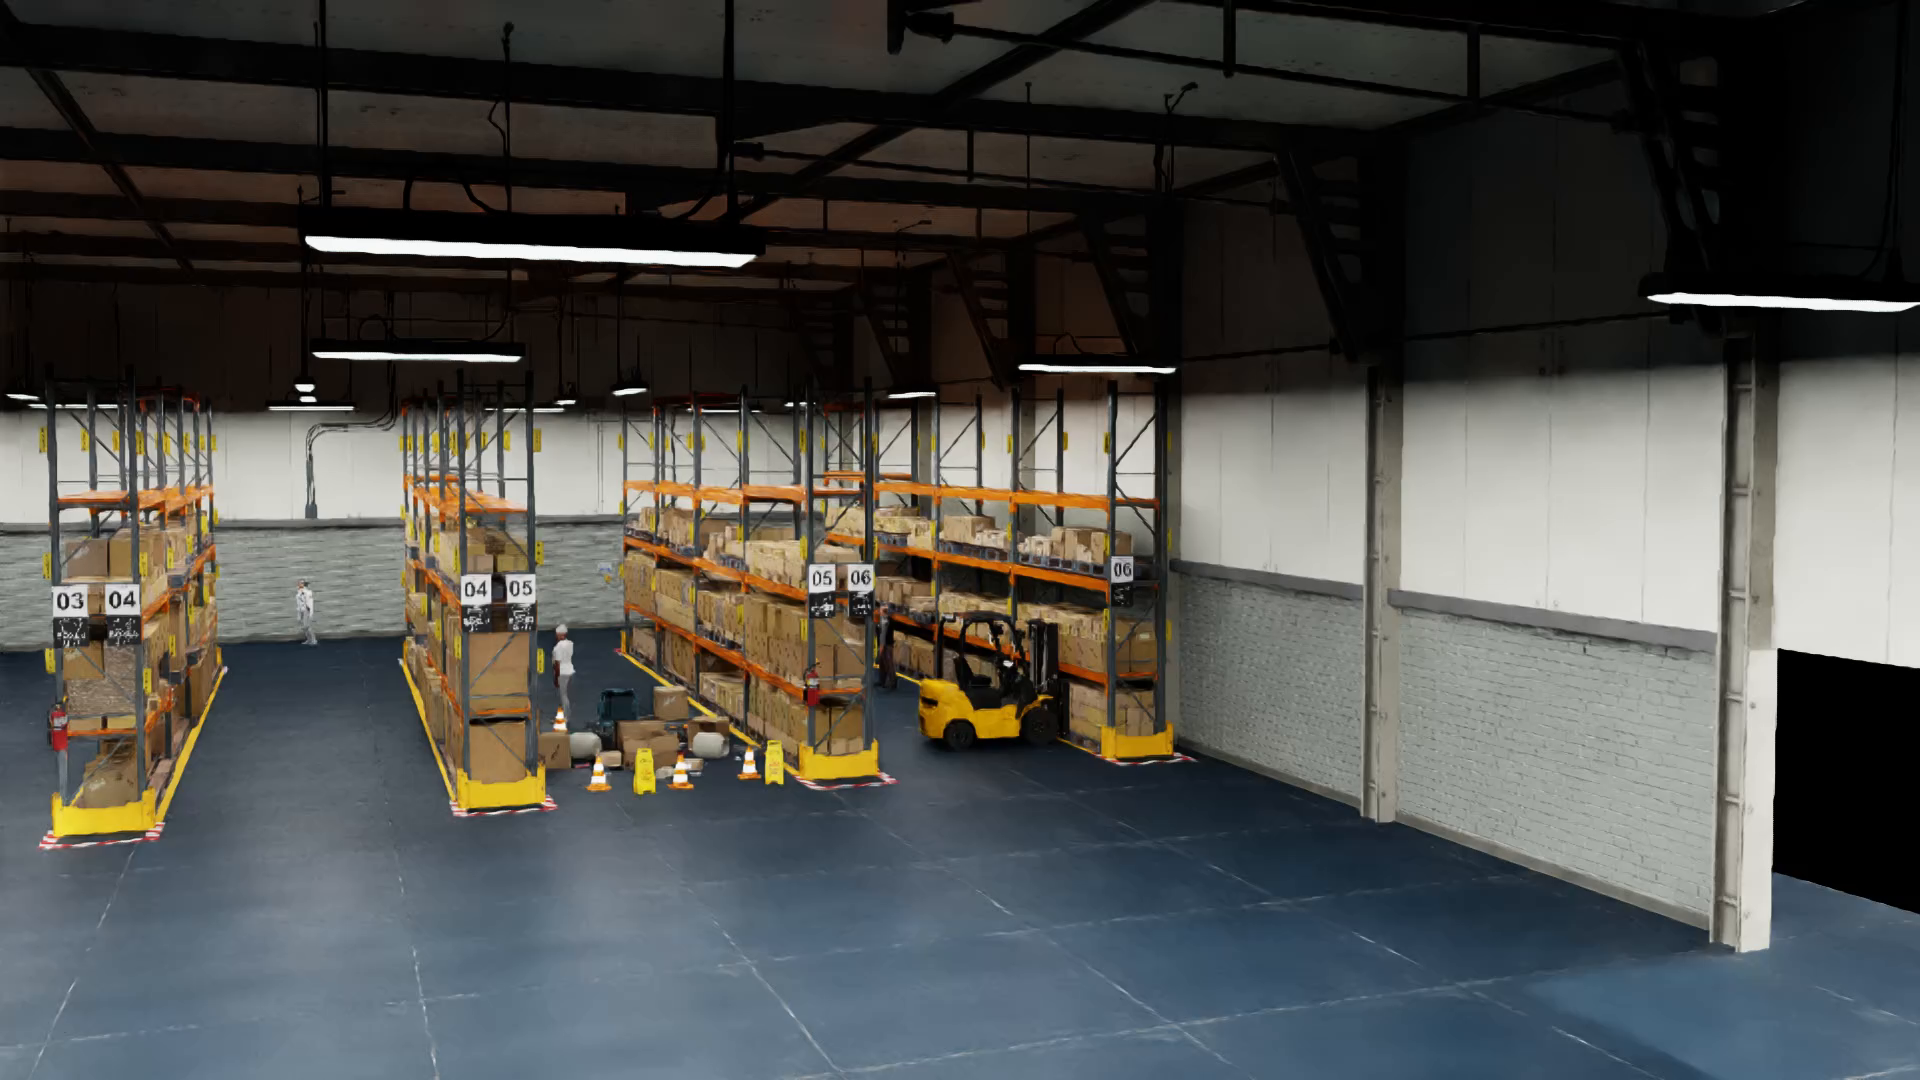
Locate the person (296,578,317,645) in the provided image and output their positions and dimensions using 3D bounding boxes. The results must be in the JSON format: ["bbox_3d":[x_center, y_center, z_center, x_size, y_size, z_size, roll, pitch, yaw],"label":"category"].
[{"bbox_3d":[-16.152,1.758,41.087,0.583,1.670,0.392,3,4,37],"label":"person"}]

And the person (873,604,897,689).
[{"bbox_3d":[-1.555,2.153,33.815,0.583,1.718,0.630,0,3,2],"label":"person"}]

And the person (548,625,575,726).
[{"bbox_3d":[-7.085,2.387,29.425,0.497,1.761,0.625,1,3,10],"label":"person"}]
